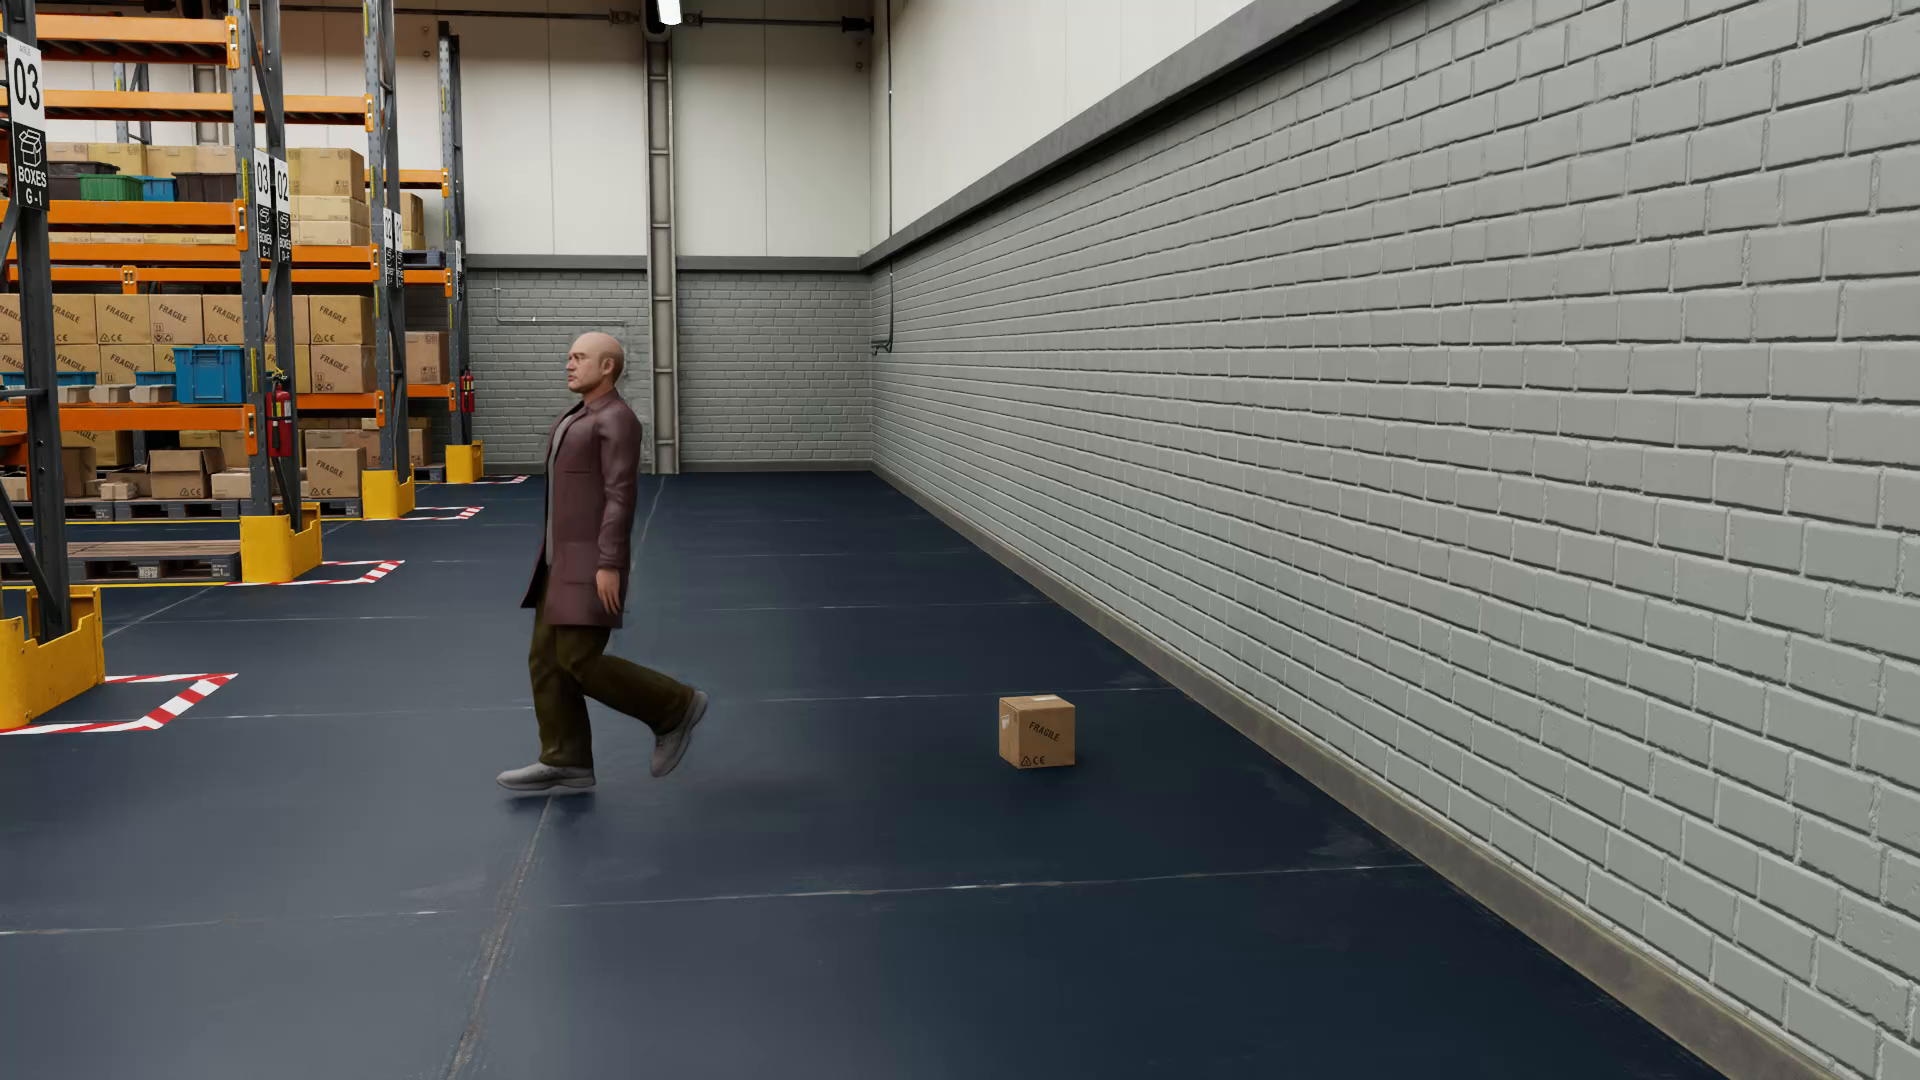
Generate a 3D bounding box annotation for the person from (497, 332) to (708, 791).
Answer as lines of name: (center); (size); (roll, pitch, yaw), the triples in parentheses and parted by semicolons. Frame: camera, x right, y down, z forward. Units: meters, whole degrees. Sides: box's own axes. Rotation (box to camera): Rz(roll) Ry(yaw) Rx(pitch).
person: (-1.412, 0.086, 6.356); (0.716, 1.753, 0.602); (-4, 7, -30)
